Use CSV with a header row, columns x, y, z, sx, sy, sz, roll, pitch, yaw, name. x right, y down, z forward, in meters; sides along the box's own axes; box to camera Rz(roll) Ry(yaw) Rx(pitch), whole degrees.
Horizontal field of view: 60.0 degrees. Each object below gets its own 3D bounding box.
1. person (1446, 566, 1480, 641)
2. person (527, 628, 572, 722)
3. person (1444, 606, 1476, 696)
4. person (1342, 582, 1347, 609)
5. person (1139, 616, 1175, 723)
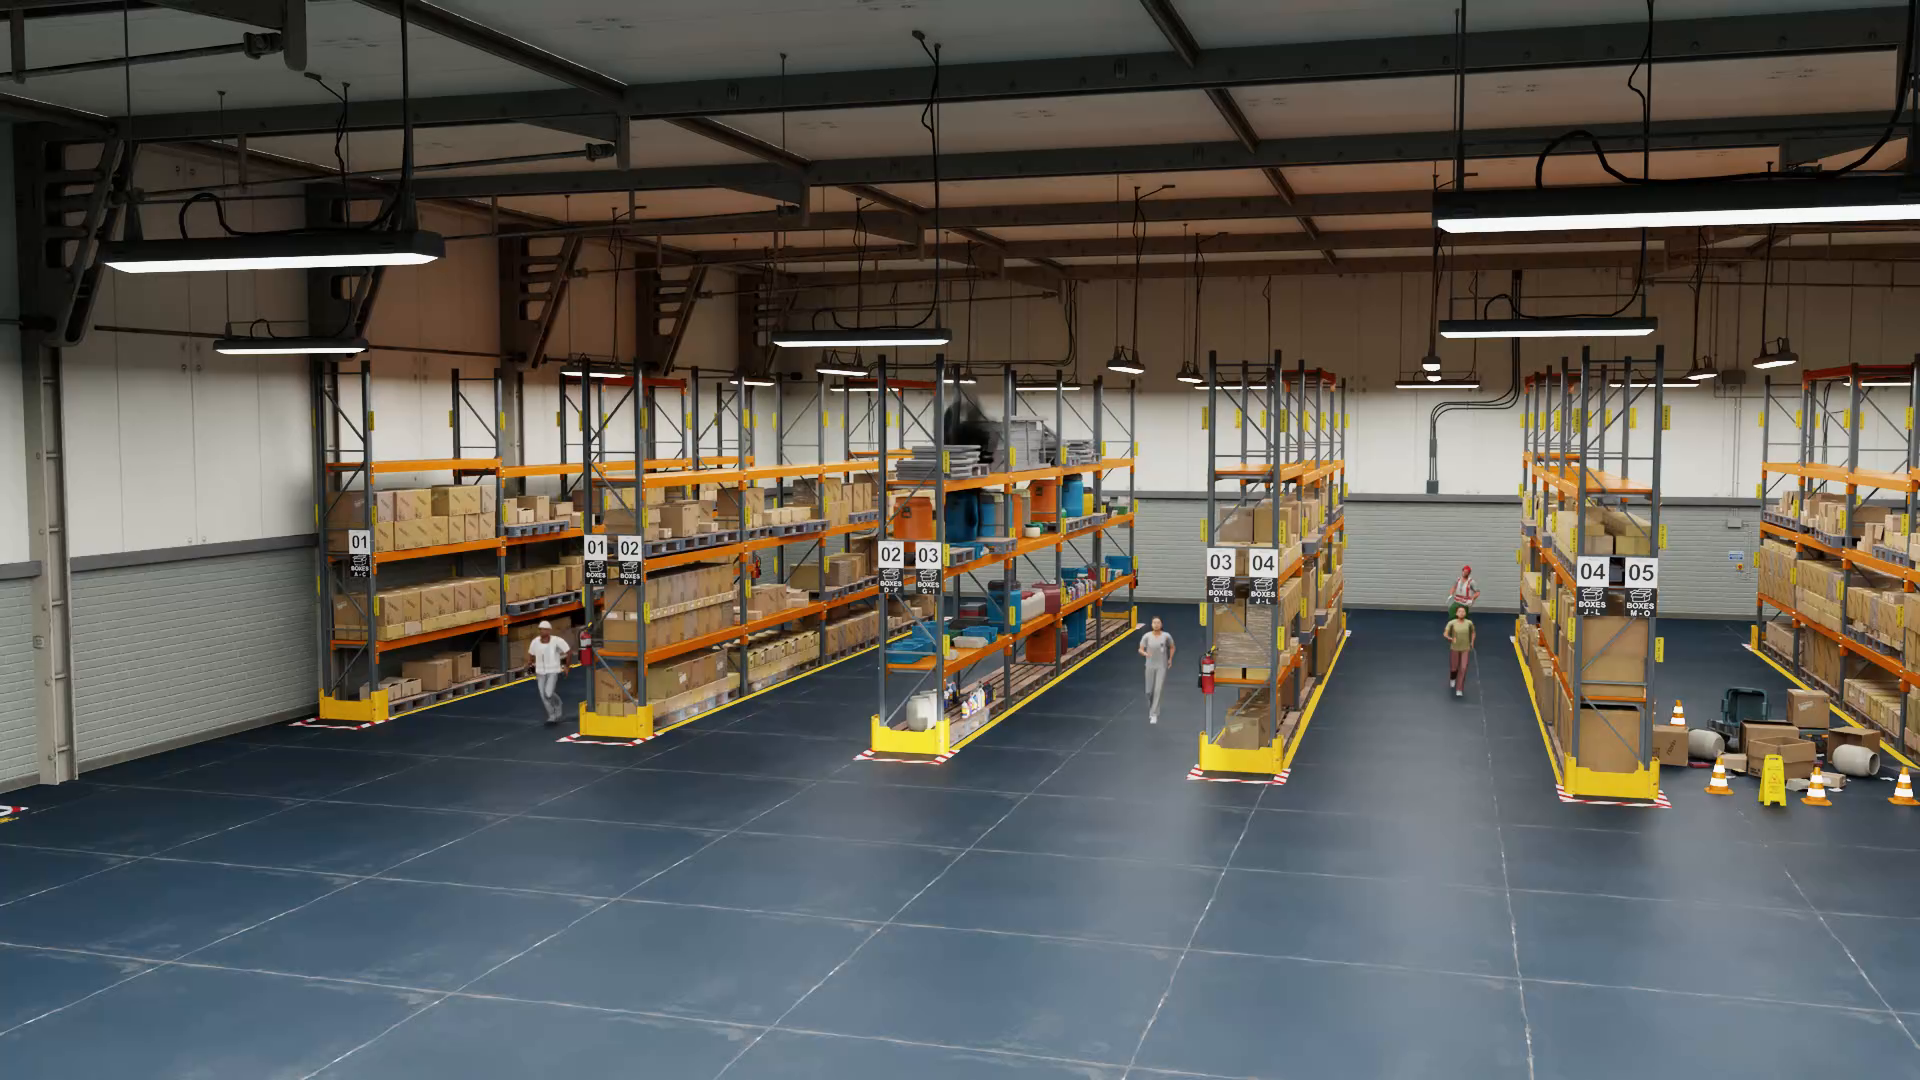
x,y,z,sx,sy,sz,roll,pitch,yaw,name
11.498,1.445,37.944,0.648,1.724,0.702,-4,6,-43,person
-6.805,2.206,27.396,0.729,1.679,0.609,1,4,14,person
9.153,2.012,30.447,0.583,1.626,0.701,1,4,9,person
9.004,1.304,40.133,0.617,1.762,0.692,2,4,24,person
3.092,2.015,26.154,0.570,1.657,0.704,1,4,11,person
